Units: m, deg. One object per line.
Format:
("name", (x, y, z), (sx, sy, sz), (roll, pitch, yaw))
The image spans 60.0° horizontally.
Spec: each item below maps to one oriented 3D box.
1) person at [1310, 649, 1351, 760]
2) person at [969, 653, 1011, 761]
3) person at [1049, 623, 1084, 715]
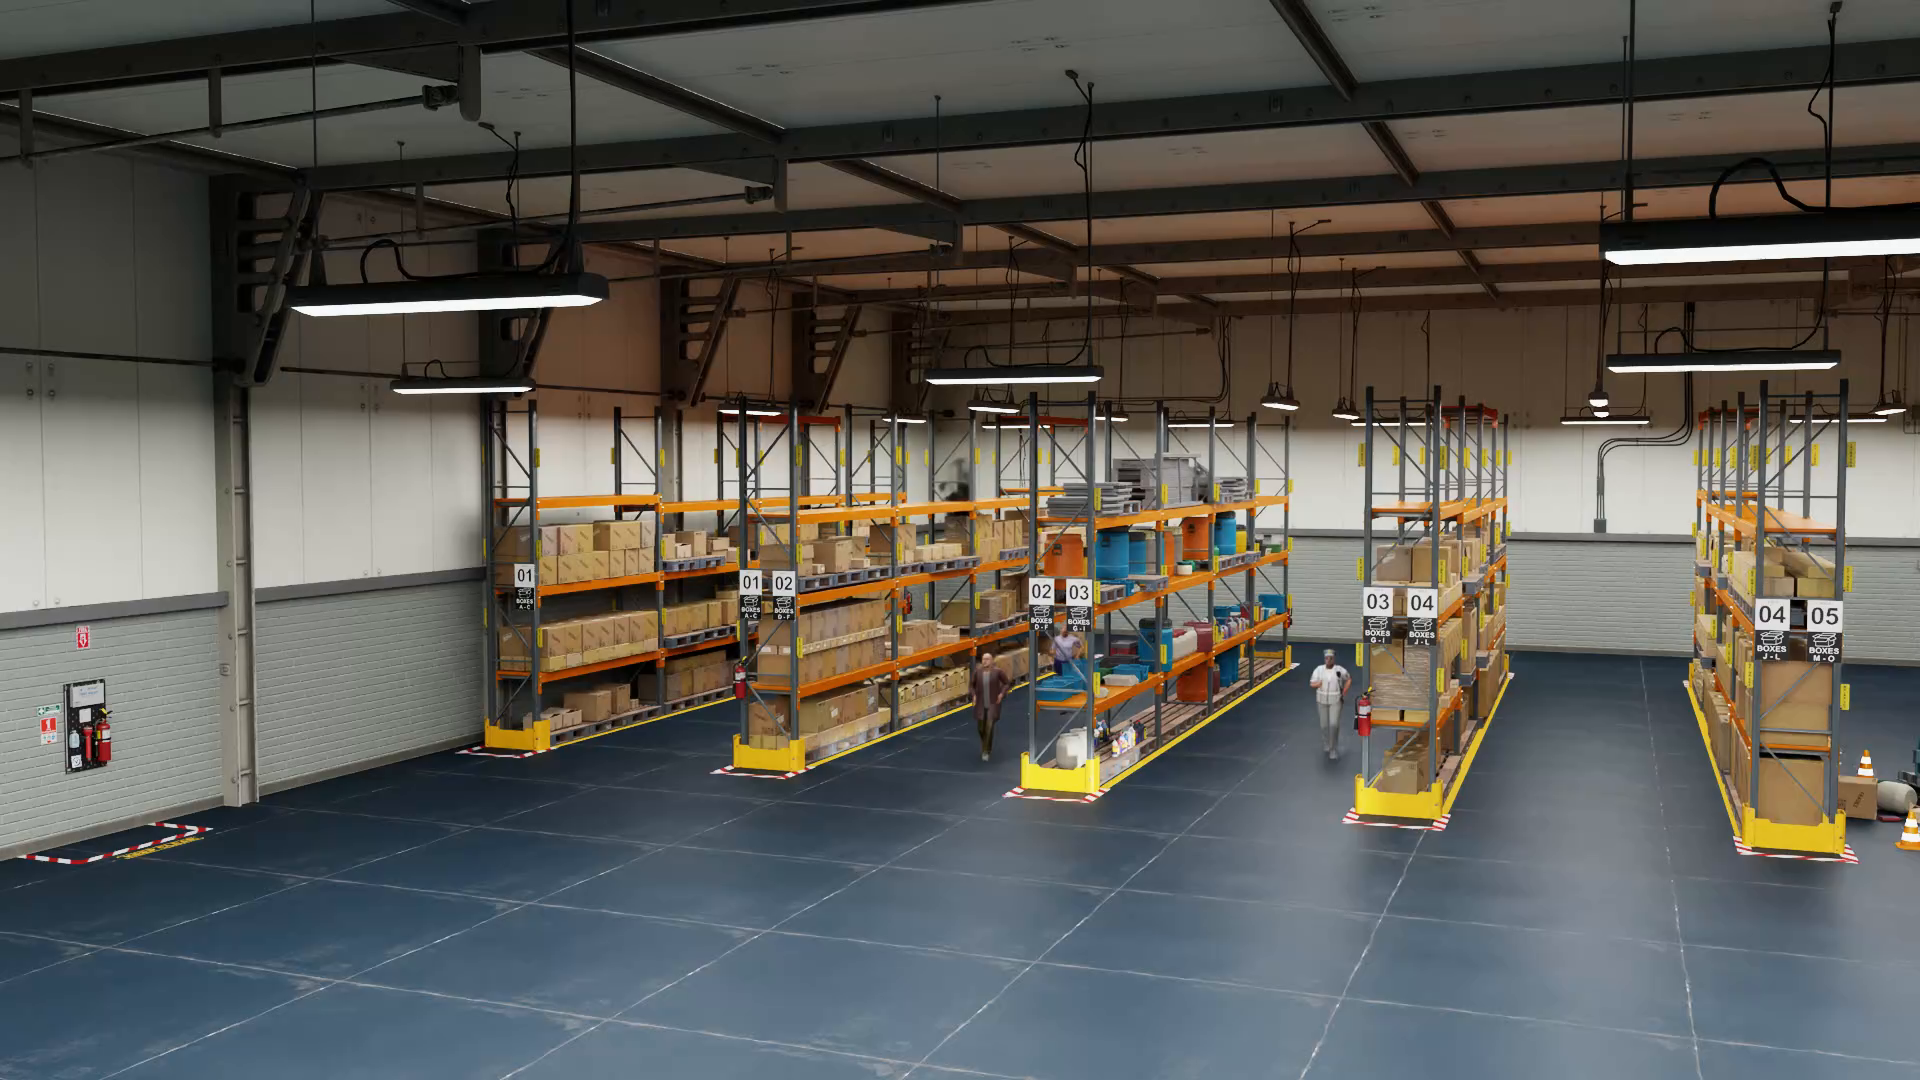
("person", (6.188, 2.746, 27.860), (0.640, 1.845, 0.755), (1, 3, 21))
("person", (0.491, 2.768, 27.798), (0.716, 1.764, 0.827), (1, 3, 14))
("person", (1.936, 2.400, 30.917), (0.602, 1.680, 0.881), (1, 3, 20))
